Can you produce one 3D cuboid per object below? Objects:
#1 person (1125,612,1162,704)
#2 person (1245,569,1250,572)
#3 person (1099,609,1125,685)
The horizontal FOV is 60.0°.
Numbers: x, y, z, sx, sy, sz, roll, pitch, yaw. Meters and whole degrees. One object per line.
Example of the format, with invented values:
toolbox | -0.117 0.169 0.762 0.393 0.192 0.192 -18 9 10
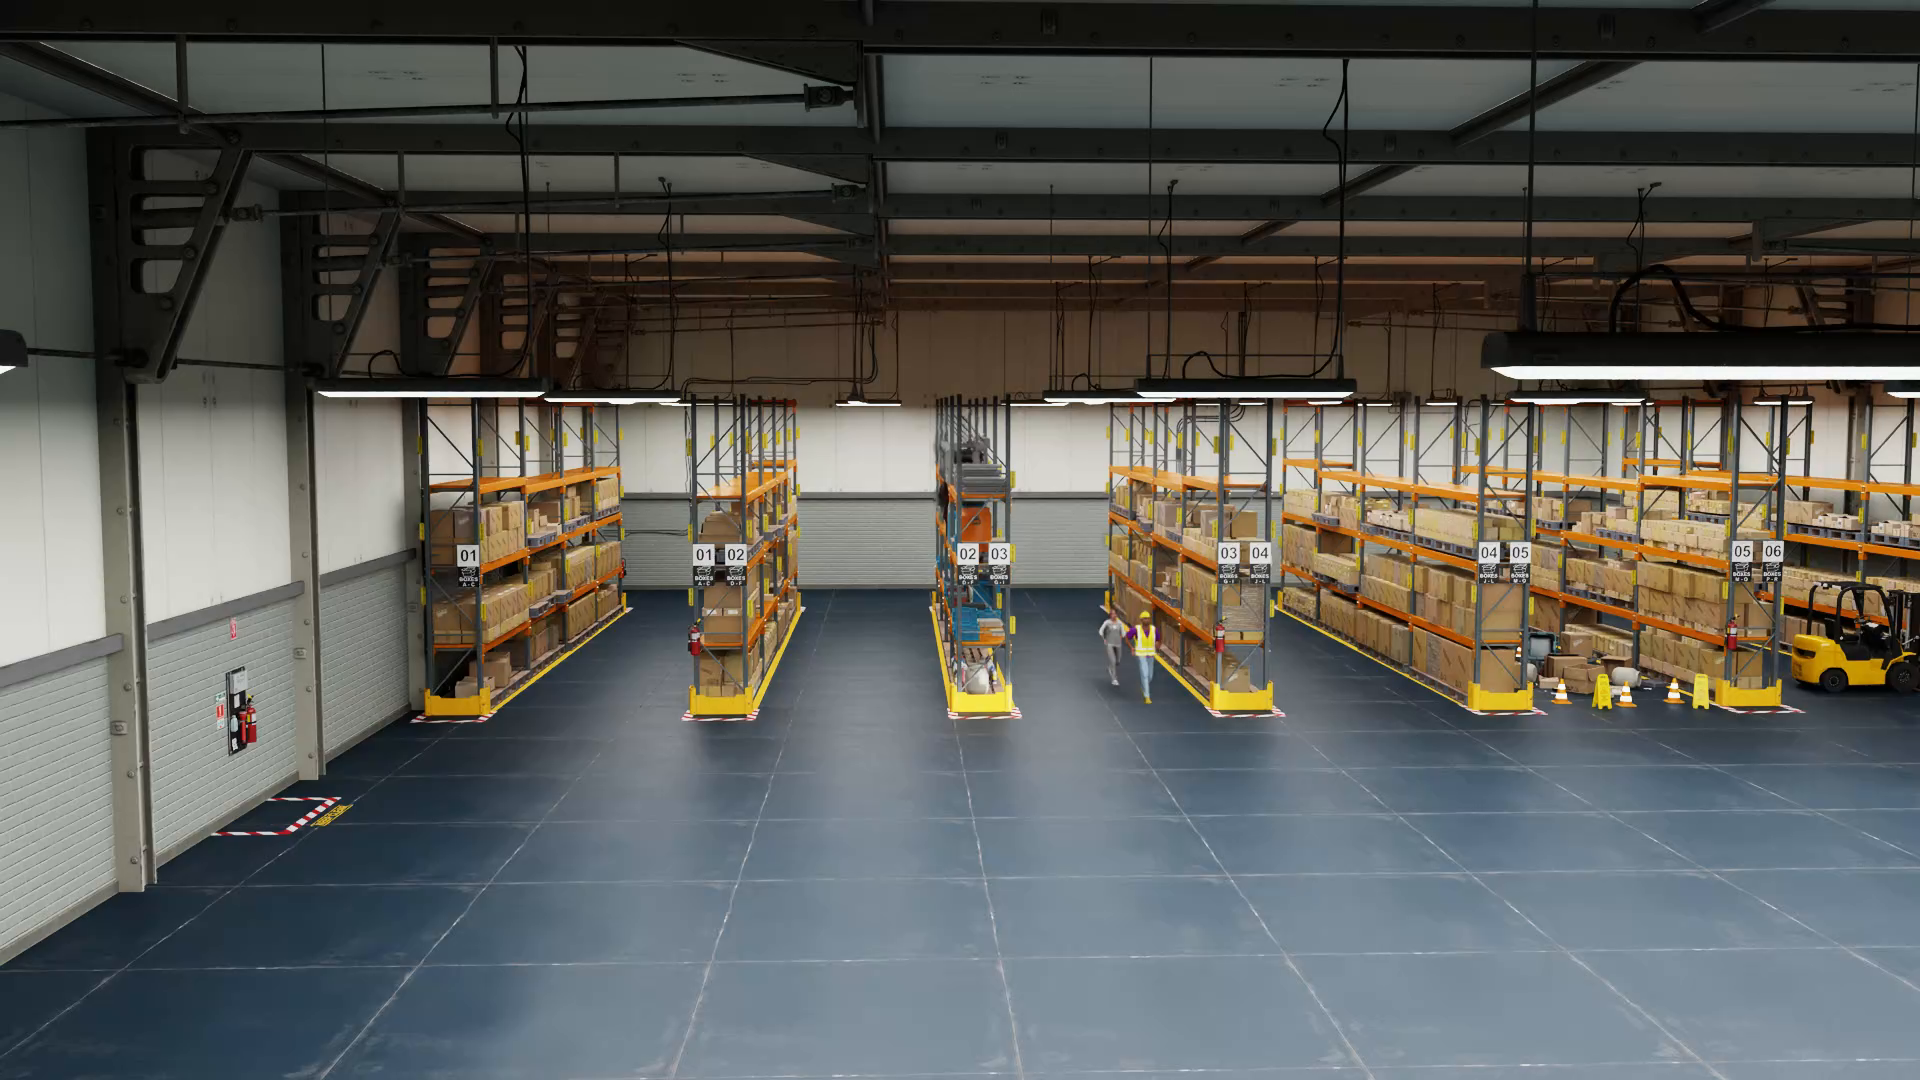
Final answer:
person | 3.615 2.277 32.562 0.701 1.769 0.827 -1 5 -12
person | 7.958 1.116 47.783 0.750 1.710 0.801 3 6 36
person | 3.183 2.209 34.690 0.547 1.564 0.768 -1 5 -11
